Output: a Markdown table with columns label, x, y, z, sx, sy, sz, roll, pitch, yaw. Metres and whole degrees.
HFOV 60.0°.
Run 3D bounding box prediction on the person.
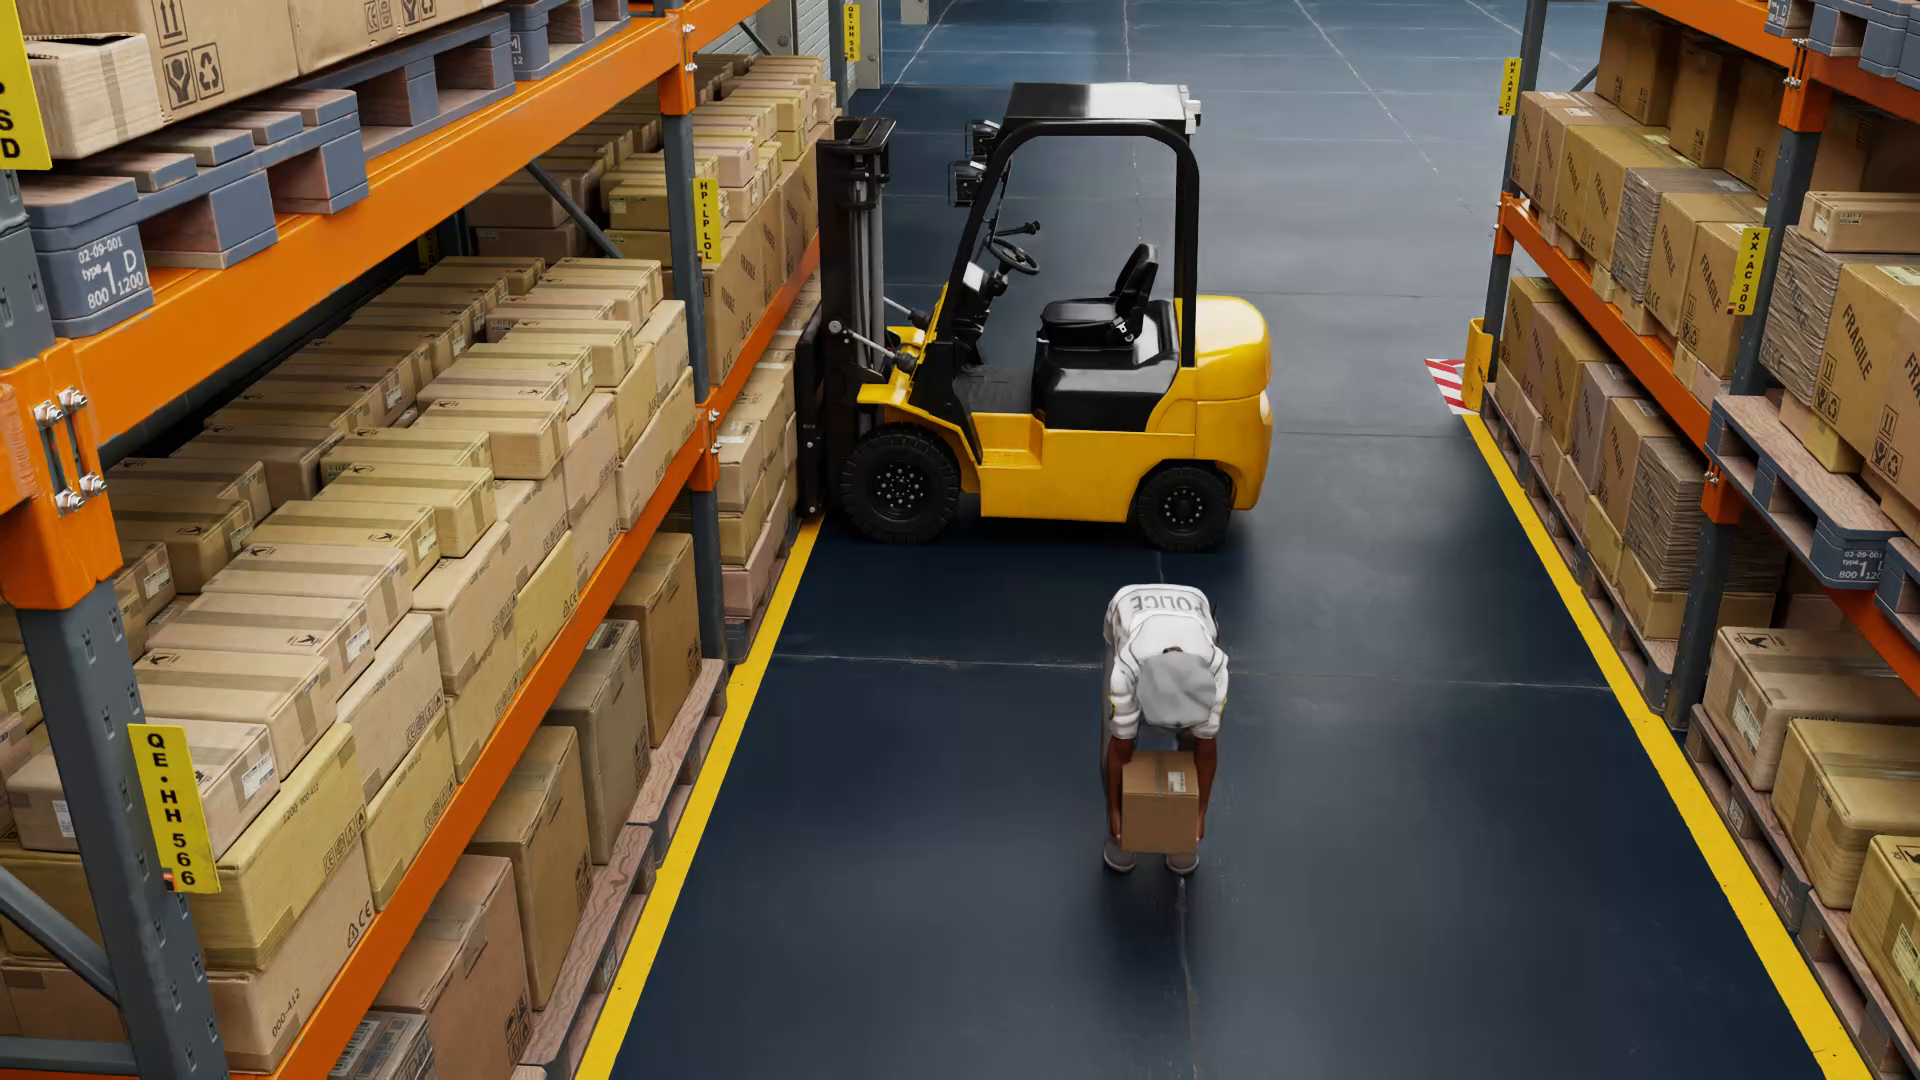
| label | x | y | z | sx | sy | sz | roll | pitch | yaw |
| --- | --- | --- | --- | --- | --- | --- | --- | --- | --- |
| person | 0.696 | 0.718 | 5.723 | 0.415 | 1.100 | 0.941 | 1 | 25 | 2 |
